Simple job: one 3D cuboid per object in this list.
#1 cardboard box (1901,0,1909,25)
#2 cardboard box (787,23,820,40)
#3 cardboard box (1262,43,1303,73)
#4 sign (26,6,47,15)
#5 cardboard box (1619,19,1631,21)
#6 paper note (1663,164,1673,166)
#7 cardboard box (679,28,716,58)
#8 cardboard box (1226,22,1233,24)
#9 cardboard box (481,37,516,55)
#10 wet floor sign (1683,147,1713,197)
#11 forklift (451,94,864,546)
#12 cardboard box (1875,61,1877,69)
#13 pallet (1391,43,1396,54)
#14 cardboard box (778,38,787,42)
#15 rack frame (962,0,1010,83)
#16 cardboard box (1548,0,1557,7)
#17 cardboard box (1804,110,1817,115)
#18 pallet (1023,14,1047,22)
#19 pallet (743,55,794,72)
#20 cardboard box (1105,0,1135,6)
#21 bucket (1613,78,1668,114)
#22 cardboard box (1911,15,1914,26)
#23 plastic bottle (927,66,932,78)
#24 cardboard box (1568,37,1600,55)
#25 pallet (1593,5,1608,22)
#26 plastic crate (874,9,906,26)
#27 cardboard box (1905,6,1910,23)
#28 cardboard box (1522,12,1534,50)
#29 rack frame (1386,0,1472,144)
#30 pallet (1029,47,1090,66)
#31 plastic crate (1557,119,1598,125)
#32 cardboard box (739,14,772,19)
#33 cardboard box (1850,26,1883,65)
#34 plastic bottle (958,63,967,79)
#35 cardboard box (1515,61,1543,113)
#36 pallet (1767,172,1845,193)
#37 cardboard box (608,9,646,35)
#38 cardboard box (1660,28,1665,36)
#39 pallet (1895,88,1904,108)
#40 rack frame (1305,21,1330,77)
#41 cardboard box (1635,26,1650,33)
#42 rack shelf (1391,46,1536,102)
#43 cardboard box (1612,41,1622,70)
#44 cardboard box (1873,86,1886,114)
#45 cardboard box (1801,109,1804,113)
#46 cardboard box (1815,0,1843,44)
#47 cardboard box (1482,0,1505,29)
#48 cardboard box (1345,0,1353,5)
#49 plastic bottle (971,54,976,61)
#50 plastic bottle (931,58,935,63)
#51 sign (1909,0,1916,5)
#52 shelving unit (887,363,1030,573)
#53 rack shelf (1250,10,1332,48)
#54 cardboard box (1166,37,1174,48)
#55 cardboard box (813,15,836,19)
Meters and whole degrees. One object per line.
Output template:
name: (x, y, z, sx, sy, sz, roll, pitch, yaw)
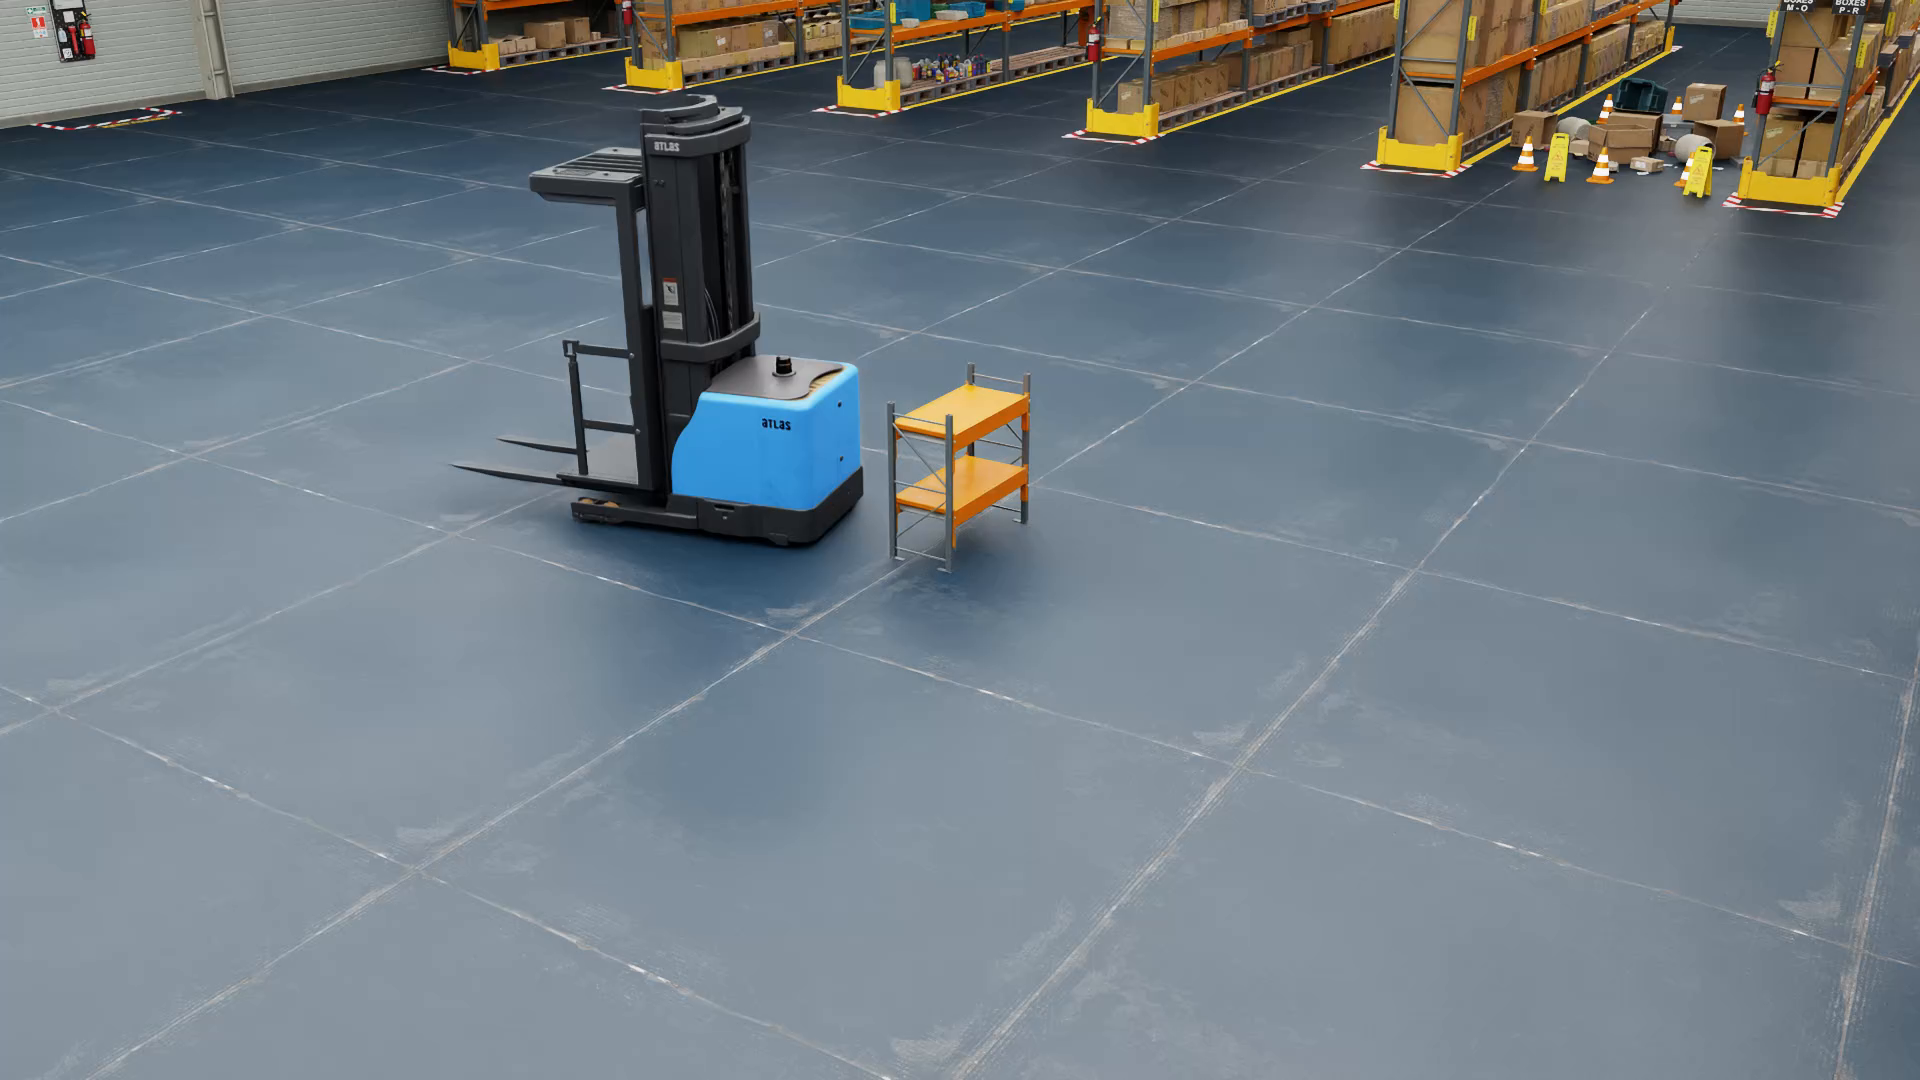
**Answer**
cardboard box: (14.966, -8.589, 26.787, 0.500, 0.500, 0.500, 13, 27, 28)
cardboard box: (-3.281, -10.682, 34.876, 0.500, 0.311, 0.500, 14, 27, 29)
cardboard box: (6.195, -9.314, 32.082, 0.700, 0.500, 0.500, 11, 26, 25)
sign: (-15.267, -8.754, 27.484, 0.001, 0.109, 0.331, 14, 27, 29)
cardboard box: (14.629, -11.358, 36.522, 0.380, 0.149, 0.250, 13, 26, 27)
paper note: (10.396, -5.526, 24.491, 0.142, 0.019, 0.148, -17, 29, -35)
cardboard box: (-5.086, -9.635, 32.220, 0.500, 0.500, 0.500, 14, 27, 29)
cardboard box: (4.517, -8.926, 28.909, 0.380, 0.149, 0.250, 14, 27, 29)
cardboard box: (-9.589, -10.276, 34.542, 0.500, 0.311, 0.500, 11, 26, 23)
wet floor sign: (10.003, -4.982, 22.447, 0.232, 0.644, 0.267, -17, 29, -35)
forklift: (-2.289, -1.639, 11.846, 3.031, 2.935, 1.130, 8, 25, 17)
cardboard box: (13.212, -6.965, 24.379, 0.380, 0.149, 0.250, 14, 27, 28)
pallet: (9.391, -10.990, 36.871, 1.003, 0.211, 1.213, 14, 27, 29)
cardboard box: (-3.738, -10.538, 35.250, 0.500, 0.250, 0.500, 14, 27, 28)
rack frame: (0.496, -10.367, 31.923, 1.000, 3.000, 0.127, 14, 27, 29)
cardboard box: (9.657, -9.274, 28.012, 0.700, 0.500, 0.500, 14, 27, 29)
cardboard box: (11.758, -5.848, 23.472, 0.500, 0.500, 0.500, 13, 27, 28)
pallet: (1.515, -13.472, 42.604, 1.003, 0.211, 1.213, 14, 27, 29)
pallet: (-4.166, -9.867, 34.277, 1.003, 0.211, 1.213, 14, 27, 29)
cardboard box: (2.674, -8.858, 26.677, 0.500, 0.500, 0.500, 14, 27, 29)
bucket: (10.751, -6.922, 26.171, 0.620, 0.611, 0.726, -6, 22, -39)
cardboard box: (16.768, -9.342, 29.742, 0.500, 0.250, 0.500, 13, 27, 28)
plastic bottle: (-0.579, -8.819, 31.315, 0.097, 0.201, 0.097, 0, 23, 0)
cardboard box: (11.543, -9.178, 30.848, 0.500, 0.250, 0.500, 13, 26, 27)
pallet: (11.259, -9.781, 30.809, 1.213, 0.211, 1.003, 14, 27, 29)
plastic crate: (-1.257, -9.399, 29.872, 0.499, 0.251, 0.408, 14, 27, 29)
cardboard box: (15.710, -8.883, 28.052, 0.500, 0.250, 0.500, 14, 27, 29)
cardboard box: (8.680, -8.198, 26.722, 0.875, 0.550, 0.550, 14, 27, 29)
rack frame: (6.754, -6.906, 23.927, 1.000, 3.000, 0.127, 14, 27, 29)
pallet: (2.164, -10.184, 35.010, 1.003, 0.211, 1.213, 14, 27, 29)
plastic crate: (9.885, -6.659, 26.823, 0.662, 0.188, 0.450, -12, 16, -26)
cardboard box: (-4.221, -10.591, 34.427, 0.500, 0.500, 0.500, 14, 27, 29)
cardboard box: (12.834, -7.058, 23.777, 0.500, 0.500, 0.500, 15, 28, 31)
plastic bottle: (0.040, -8.814, 31.208, 0.152, 0.276, 0.135, 14, 27, 30)
cardboard box: (9.115, -7.645, 27.936, 1.050, 0.750, 0.750, 14, 27, 29)
pallet: (11.511, -4.915, 22.839, 1.003, 0.211, 1.213, 14, 27, 29)
cardboard box: (-7.547, -11.750, 37.709, 0.700, 0.500, 0.500, 15, 28, 31)
cardboard box: (15.158, -11.089, 36.275, 0.380, 0.149, 0.250, 13, 27, 28)
pallet: (16.357, -7.983, 29.926, 1.003, 0.211, 1.213, 14, 27, 29)
rack frame: (6.814, -10.679, 32.643, 1.000, 3.000, 0.127, 14, 27, 29)
cardboard box: (14.402, -10.803, 35.239, 0.380, 0.149, 0.250, 13, 27, 27)
rack shelf: (7.809, -7.251, 25.629, 1.077, 0.370, 4.000, 14, 27, 29)
cardboard box: (12.637, -9.526, 32.597, 0.500, 0.500, 0.500, 13, 27, 28)
cardboard box: (14.926, -7.401, 27.849, 0.950, 0.372, 0.625, 12, 26, 25)
cardboard box: (11.486, -6.022, 23.058, 0.380, 0.149, 0.250, 14, 27, 30)
cardboard box: (11.370, -6.931, 22.226, 0.700, 0.500, 0.500, 14, 27, 29)
cardboard box: (7.605, -7.953, 24.797, 0.875, 0.550, 0.550, 14, 27, 29)
cardboard box: (7.571, -11.007, 33.274, 0.500, 0.500, 0.500, 13, 27, 28)
plastic bottle: (0.278, -9.106, 31.790, 0.144, 0.351, 0.185, 14, 27, 29)
plastic bottle: (-0.505, -9.027, 31.691, 0.061, 0.283, 0.133, 15, 28, 31)
sign: (15.699, -8.987, 27.377, 0.100, 0.325, 0.005, 14, 27, 29)
shelving unit: (0.004, -0.518, 11.532, 0.538, 1.125, 1.048, 14, 27, 29)
rack shelf: (5.759, -9.674, 31.227, 1.077, 0.370, 4.000, 14, 27, 29)
cardboard box: (3.239, -8.072, 26.936, 0.380, 0.149, 0.250, 14, 27, 29)
cardboard box: (-2.938, -11.305, 36.316, 0.500, 0.311, 0.500, 13, 27, 28)
